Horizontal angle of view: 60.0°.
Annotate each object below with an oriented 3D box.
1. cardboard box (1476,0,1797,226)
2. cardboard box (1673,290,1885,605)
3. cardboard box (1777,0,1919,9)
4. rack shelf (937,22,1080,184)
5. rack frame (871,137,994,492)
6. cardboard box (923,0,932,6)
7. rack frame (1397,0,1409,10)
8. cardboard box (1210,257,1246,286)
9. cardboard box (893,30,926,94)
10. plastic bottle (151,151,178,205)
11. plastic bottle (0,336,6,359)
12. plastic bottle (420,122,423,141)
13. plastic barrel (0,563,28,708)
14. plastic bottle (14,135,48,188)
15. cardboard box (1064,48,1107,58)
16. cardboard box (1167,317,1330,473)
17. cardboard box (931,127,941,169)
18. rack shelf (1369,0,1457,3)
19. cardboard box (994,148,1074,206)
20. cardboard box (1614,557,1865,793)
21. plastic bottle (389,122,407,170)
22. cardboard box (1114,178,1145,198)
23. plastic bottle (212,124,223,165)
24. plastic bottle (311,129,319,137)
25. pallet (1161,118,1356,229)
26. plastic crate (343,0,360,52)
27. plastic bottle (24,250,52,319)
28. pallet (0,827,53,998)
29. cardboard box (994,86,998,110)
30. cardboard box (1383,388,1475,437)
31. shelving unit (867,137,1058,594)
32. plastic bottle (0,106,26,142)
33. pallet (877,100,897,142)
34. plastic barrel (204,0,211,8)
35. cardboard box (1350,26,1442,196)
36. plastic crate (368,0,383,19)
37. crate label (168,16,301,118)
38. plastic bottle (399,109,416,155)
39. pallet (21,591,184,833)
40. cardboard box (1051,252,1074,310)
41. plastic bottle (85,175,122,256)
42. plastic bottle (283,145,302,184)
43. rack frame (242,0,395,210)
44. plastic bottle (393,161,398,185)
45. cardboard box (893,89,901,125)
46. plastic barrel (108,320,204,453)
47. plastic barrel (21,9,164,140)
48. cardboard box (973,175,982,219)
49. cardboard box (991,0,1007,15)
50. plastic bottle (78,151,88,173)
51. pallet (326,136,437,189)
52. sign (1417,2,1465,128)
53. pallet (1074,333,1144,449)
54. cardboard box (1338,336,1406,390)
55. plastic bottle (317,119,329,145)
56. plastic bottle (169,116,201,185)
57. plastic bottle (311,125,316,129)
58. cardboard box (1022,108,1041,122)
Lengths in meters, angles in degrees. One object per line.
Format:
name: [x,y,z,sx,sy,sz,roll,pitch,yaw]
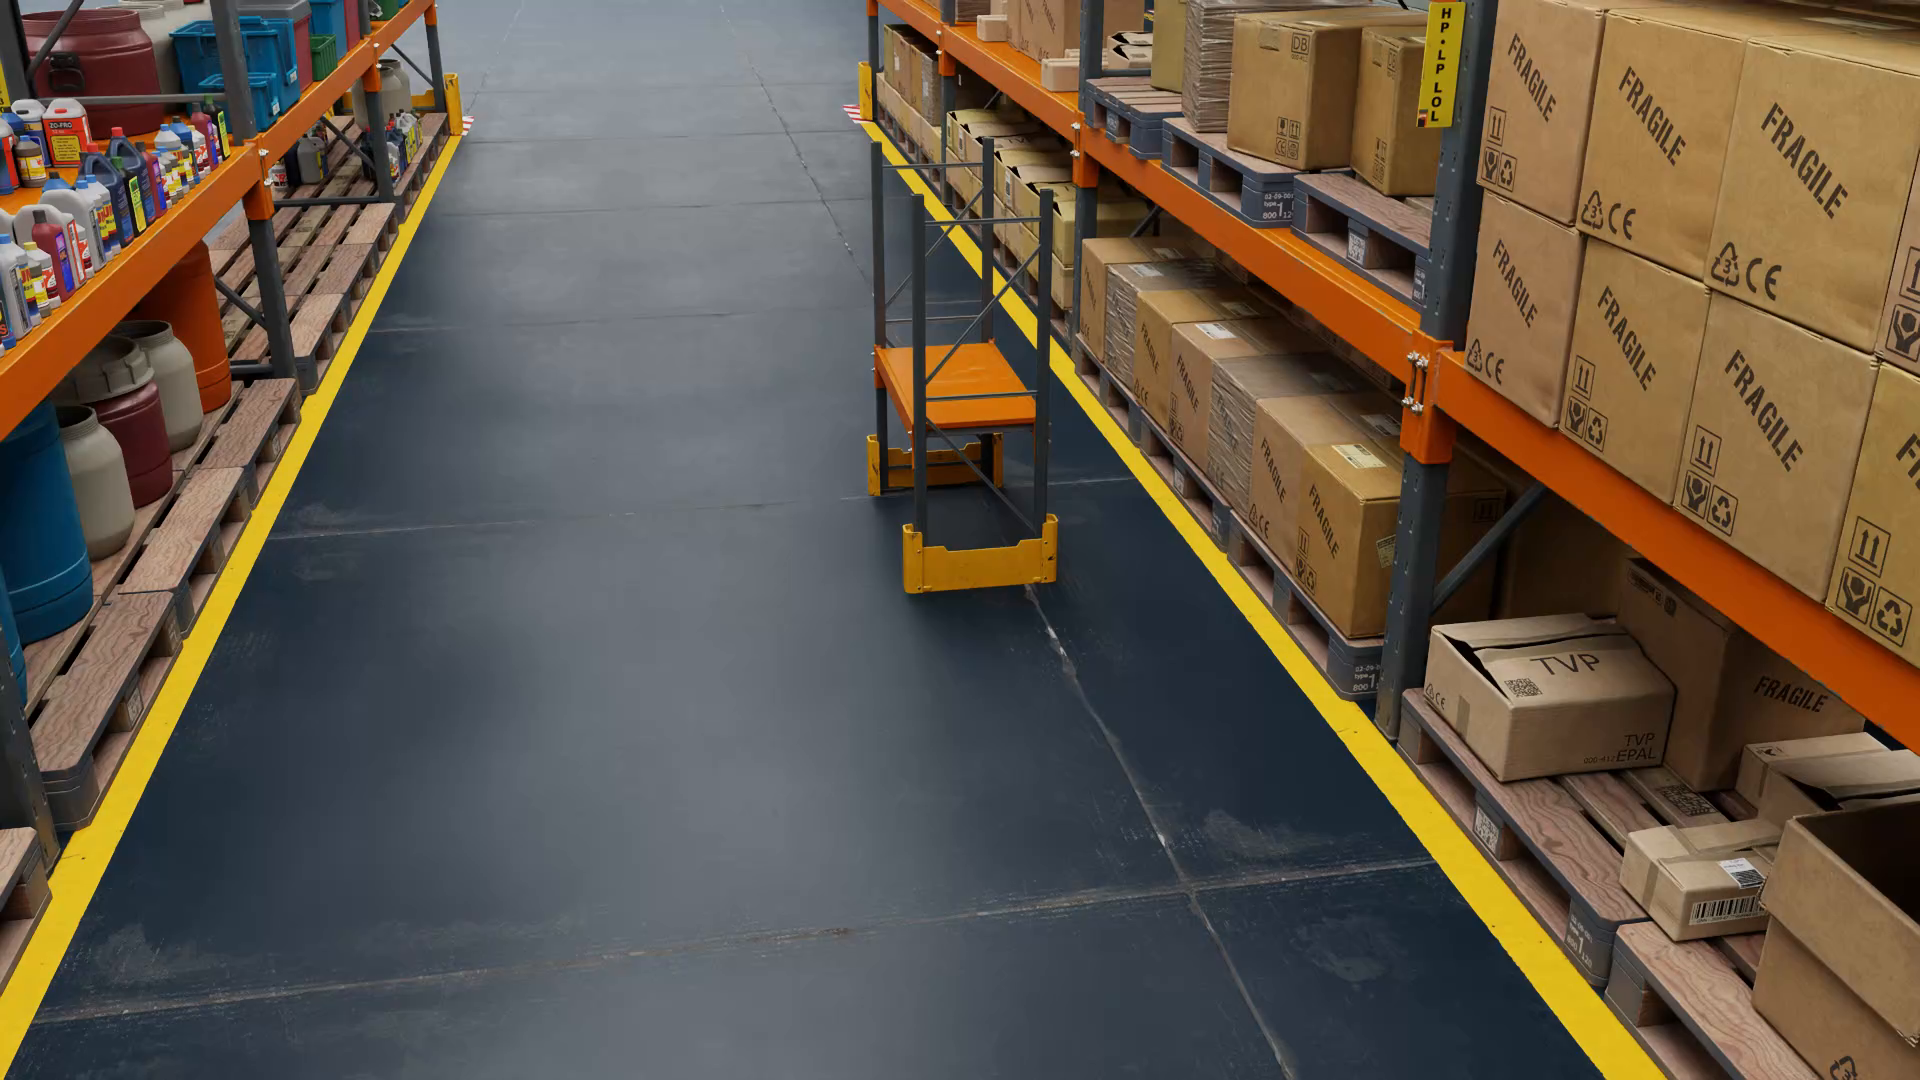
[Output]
cardboard box: [1.652,-1.088,4.120,0.500,0.500,0.500,-4,24,-8]
cardboard box: [1.855,-0.218,3.375,0.500,0.500,0.500,-4,24,-10]
cardboard box: [2.189,-1.115,4.180,0.500,0.500,0.500,-4,24,-9]
rack shelf: [0.731,-2.821,10.360,1.077,0.370,4.000,-4,24,-10]
rack frame: [-0.110,-0.921,6.984,0.500,1.500,0.032,-4,24,-10]
cardboard box: [0.080,-4.562,13.322,0.700,0.500,0.500,-4,24,-9]
rack frame: [4.489,-5.879,16.462,1.000,3.000,0.127,-4,24,-10]
cardboard box: [1.505,-1.069,8.024,0.500,0.500,0.500,-3,24,-8]
cardboard box: [-0.298,-4.167,14.517,0.500,0.500,0.500,-4,24,-10]
plastic bottle: [-3.119,-1.413,6.485,0.097,0.201,0.097,0,24,0]
plastic bottle: [-2.740,-0.607,4.639,0.097,0.201,0.097,0,24,0]
plastic bottle: [-4.476,-3.375,13.676,0.097,0.201,0.097,0,24,0]
plastic barrel: [-3.112,0.129,4.805,0.600,0.901,0.708,-4,24,-10]
plastic bottle: [-3.800,-1.548,6.795,0.097,0.201,0.097,0,24,0]
cardboard box: [0.810,-2.746,9.604,0.380,0.149,0.250,-3,24,-6]
cardboard box: [1.196,-0.612,6.976,0.500,0.500,0.500,-5,24,-12]
cardboard box: [0.061,-3.036,12.864,0.500,0.250,0.500,-4,24,-10]
rack shelf: [4.859,-4.762,14.805,1.077,0.370,4.000,-4,24,-10]
cardboard box: [0.479,-2.341,10.572,0.500,0.311,0.500,-4,24,-8]
cardboard box: [2.225,0.357,4.759,0.500,0.500,0.500,-4,24,-10]
plastic bottle: [-4.283,-2.982,12.590,0.144,0.351,0.185,-5,24,-12]
cardboard box: [1.188,-1.987,9.762,0.500,0.311,0.500,-5,24,-11]
plastic bottle: [-3.270,-1.733,7.219,0.097,0.201,0.097,0,24,0]
plastic bottle: [-4.909,-2.981,12.672,0.061,0.283,0.133,-4,24,-10]
pallet: [1.465,-1.511,6.702,1.003,0.211,1.213,-4,24,-10]
plastic crate: [-4.117,-3.434,10.784,0.402,0.464,0.583,-4,24,-10]
plastic bottle: [-2.819,-0.774,5.024,0.097,0.201,0.097,0,24,0]
pallet: [-2.854,1.139,3.879,1.003,0.211,1.213,-4,24,-10]
cardboard box: [0.483,-3.615,13.253,0.500,0.500,0.500,-4,24,-10]
cardboard box: [1.881,-0.264,6.180,0.500,0.500,0.500,-4,24,-9]
shelving unit: [-0.014,-0.717,6.518,0.587,1.500,1.083,-4,24,-10]
plastic bottle: [-4.011,-1.698,7.051,0.097,0.271,0.097,0,24,0]
pallet: [-0.196,-3.935,15.496,1.003,0.211,1.213,-4,24,-10]
plastic barrel: [-4.410,-2.953,9.594,0.433,0.535,0.433,0,24,0]
cardboard box: [1.784,-1.497,5.781,0.700,0.500,0.500,-1,24,-1]
plastic crate: [-4.479,-3.759,11.686,0.767,0.338,0.504,-4,24,-10]
crate label: [-3.685,-2.426,8.512,0.502,0.435,0.616,-4,24,-10]
plastic bottle: [-4.396,-3.223,13.141,0.144,0.351,0.185,-3,24,-8]
pallet: [-3.129,0.546,5.236,1.003,0.211,1.213,-4,24,-10]
cardboard box: [0.764,-1.485,9.313,0.500,0.250,0.500,-4,24,-8]
plastic bottle: [-2.966,-1.118,5.723,0.097,0.271,0.097,0,24,0]
plastic bottle: [-4.909,-2.792,12.154,0.144,0.351,0.185,-5,24,-11]
rack frame: [-4.507,-3.572,11.181,1.000,3.000,0.127,-4,24,-10]
plastic bottle: [-4.154,-2.689,12.106,0.097,0.201,0.097,0,24,0]
cardboard box: [-0.309,-3.822,14.665,0.500,0.250,0.500,-4,24,-10]
plastic barrel: [-3.468,-0.644,7.061,0.421,0.512,0.421,0,24,0]
plastic barrel: [-4.151,-2.221,7.918,0.600,0.536,0.708,-4,24,-10]
cardboard box: [0.384,-2.288,11.151,0.500,0.250,0.500,-5,24,-11]
cardboard box: [0.496,-3.678,11.611,0.500,0.250,0.500,-3,24,-6]
plastic bottle: [-3.169,-1.285,6.090,0.061,0.283,0.133,-4,24,-10]
pallet: [-4.819,-3.042,13.452,1.003,0.211,1.213,-4,24,-10]
sign: [1.296,-1.279,4.483,0.100,0.325,0.005,-4,24,-10]
pallet: [1.202,-0.789,8.294,1.003,0.211,1.213,-4,24,-10]
cardboard box: [1.806,-0.792,6.452,0.500,0.250,0.500,-4,24,-10]
plastic bottle: [-5.218,-3.360,13.556,0.097,0.271,0.097,0,24,0]
plastic bottle: [-3.191,-1.598,6.822,0.097,0.271,0.097,0,24,0]
plastic bottle: [-5.136,-3.186,13.157,0.097,0.271,0.097,0,24,0]
cardboard box: [0.718,-2.988,12.055,0.500,0.311,0.500,-4,24,-10]
